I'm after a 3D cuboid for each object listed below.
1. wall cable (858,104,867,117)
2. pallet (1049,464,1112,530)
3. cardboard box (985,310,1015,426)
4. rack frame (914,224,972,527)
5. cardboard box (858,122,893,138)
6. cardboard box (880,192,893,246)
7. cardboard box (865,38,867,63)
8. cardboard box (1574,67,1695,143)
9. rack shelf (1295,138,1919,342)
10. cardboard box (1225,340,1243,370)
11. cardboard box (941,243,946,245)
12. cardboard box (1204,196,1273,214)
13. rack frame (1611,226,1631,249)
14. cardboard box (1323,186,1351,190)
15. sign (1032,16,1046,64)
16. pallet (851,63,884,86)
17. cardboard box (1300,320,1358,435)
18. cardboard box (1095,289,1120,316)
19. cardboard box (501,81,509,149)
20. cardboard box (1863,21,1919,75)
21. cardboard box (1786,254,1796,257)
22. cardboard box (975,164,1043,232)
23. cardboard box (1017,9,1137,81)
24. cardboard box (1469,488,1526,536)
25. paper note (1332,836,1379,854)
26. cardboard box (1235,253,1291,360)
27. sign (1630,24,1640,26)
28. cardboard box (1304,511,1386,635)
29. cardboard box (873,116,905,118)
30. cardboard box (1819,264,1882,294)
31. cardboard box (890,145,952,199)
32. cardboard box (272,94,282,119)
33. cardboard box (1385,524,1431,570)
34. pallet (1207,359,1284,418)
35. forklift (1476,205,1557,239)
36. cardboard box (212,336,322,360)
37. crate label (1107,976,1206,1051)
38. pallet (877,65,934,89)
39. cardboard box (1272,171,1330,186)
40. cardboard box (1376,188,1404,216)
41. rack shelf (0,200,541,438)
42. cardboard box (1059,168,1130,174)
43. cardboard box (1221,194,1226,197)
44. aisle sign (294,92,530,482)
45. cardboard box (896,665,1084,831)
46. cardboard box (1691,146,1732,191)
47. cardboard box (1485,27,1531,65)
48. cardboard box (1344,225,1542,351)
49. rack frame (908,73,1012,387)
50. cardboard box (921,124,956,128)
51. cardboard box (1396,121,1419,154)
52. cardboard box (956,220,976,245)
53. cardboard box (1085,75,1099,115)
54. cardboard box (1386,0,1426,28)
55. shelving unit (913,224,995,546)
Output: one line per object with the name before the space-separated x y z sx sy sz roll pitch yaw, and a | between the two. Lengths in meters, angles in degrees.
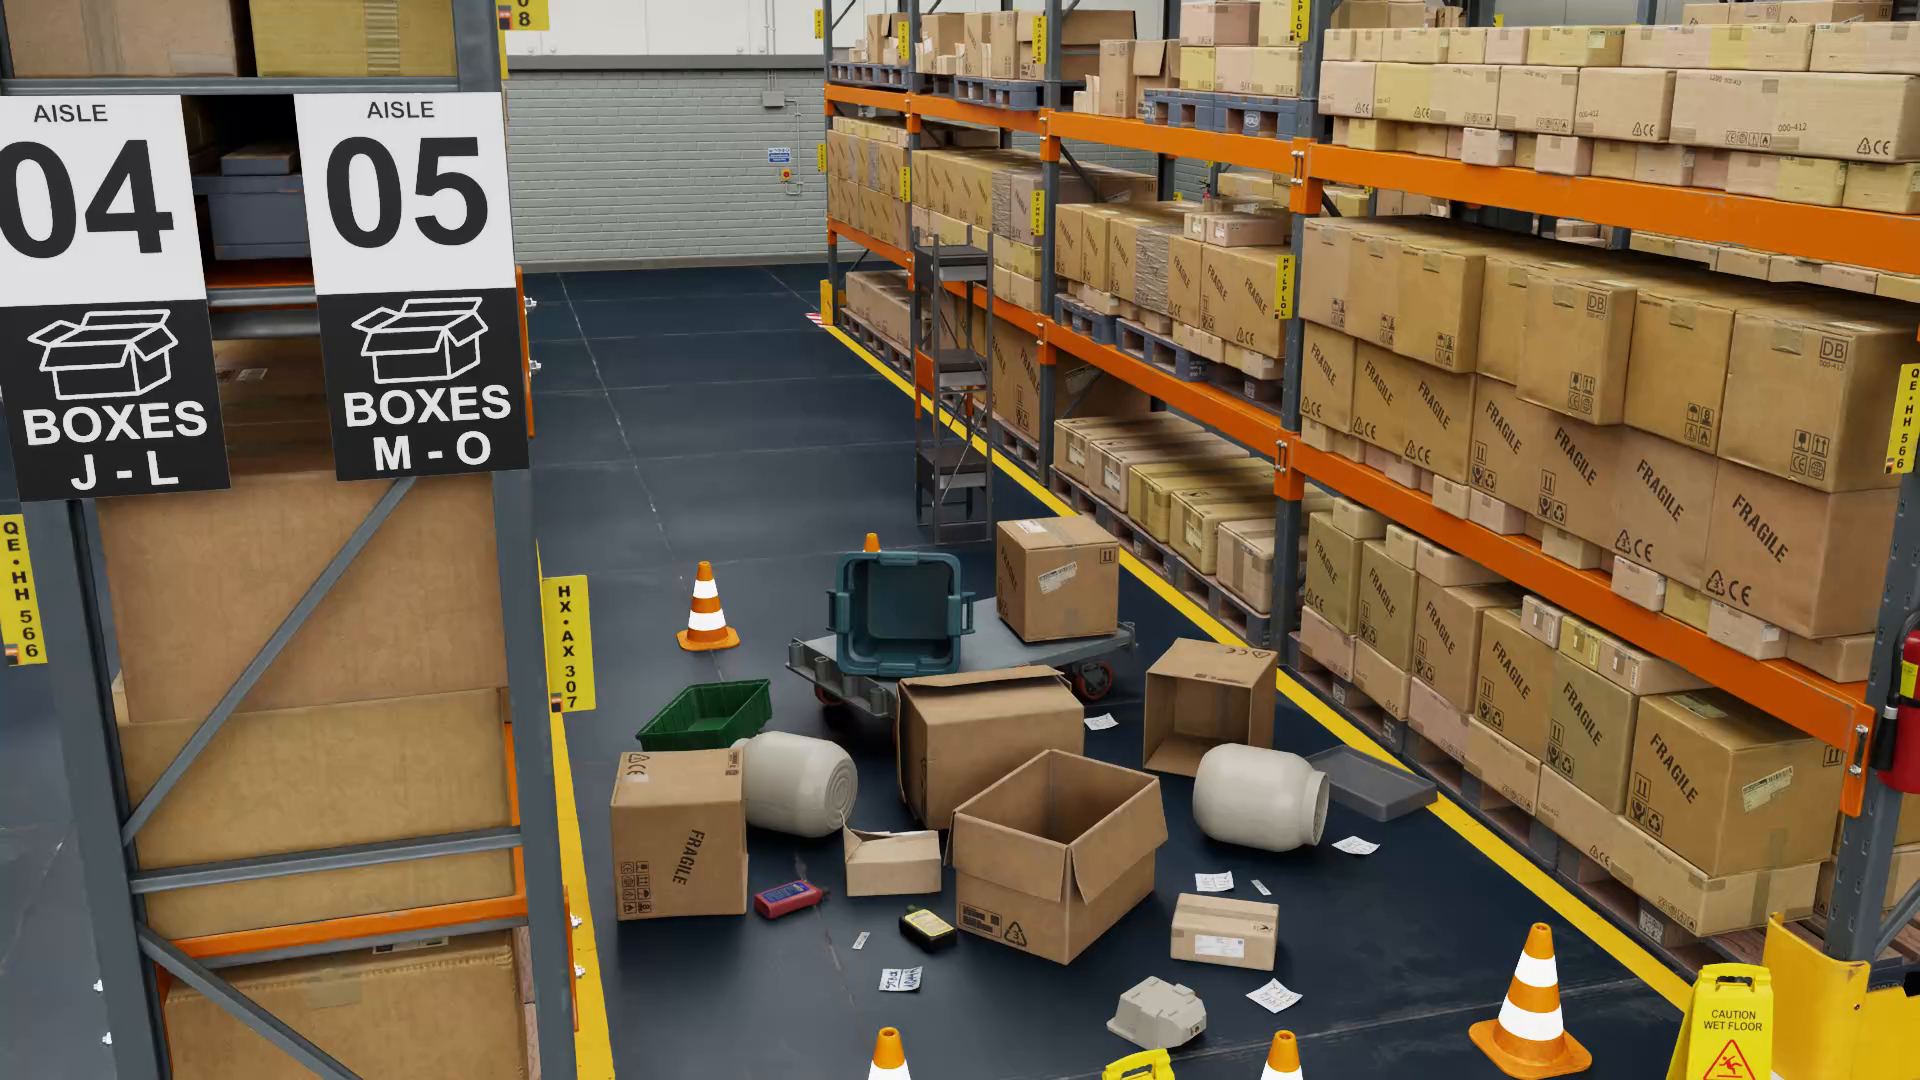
wall cable | -1.306 -6.271 25.349 0.588 1.984 0.122 -5 17 -15
pallet | 1.318 -0.347 12.239 1.003 0.211 1.213 -5 17 -15
cardboard box | 0.753 -1.527 14.283 0.875 0.875 0.875 -4 17 -15
rack frame | -0.113 -1.119 11.527 0.400 2.100 0.015 -5 17 -15
cardboard box | -0.877 -4.396 17.834 0.380 0.149 0.250 -5 17 -17
cardboard box | -0.515 -3.303 17.059 0.500 0.500 0.500 -5 17 -17
cardboard box | -0.731 -5.336 18.040 0.500 0.311 0.500 -4 17 -14
cardboard box | 2.619 -1.595 6.079 0.500 0.250 0.500 -4 17 -14
rack shelf | 2.753 -1.331 6.705 1.077 0.370 4.000 -5 17 -15
cardboard box | 1.741 -1.068 9.499 0.380 0.149 0.250 -5 17 -17
cardboard box | 0.141 -2.504 14.836 0.500 0.250 0.500 -5 17 -16
cardboard box | 1.825 -2.170 10.915 0.380 0.149 0.250 -6 18 -18
rack frame | 5.876 -2.292 13.868 1.000 3.000 0.127 -5 17 -15
cardboard box | 4.126 -3.867 18.855 0.500 0.250 0.500 -5 17 -16
sign | 0.568 -3.579 11.902 0.100 0.325 0.005 -5 17 -15
pallet | -0.541 -4.963 17.700 1.003 0.211 1.213 -5 17 -15
cardboard box | 2.057 -0.839 8.339 0.500 0.500 0.500 -5 17 -15
cardboard box | 1.147 -1.637 11.393 0.380 0.149 0.250 -5 17 -15
cardboard box | -1.215 -0.952 3.725 0.380 0.149 0.250 -5 17 -15
cardboard box | 2.926 -1.454 4.915 0.380 0.149 0.250 -5 17 -15
cardboard box | 6.209 -2.118 11.989 0.380 0.149 0.250 -5 17 -15
cardboard box | 0.432 -2.827 13.736 0.500 0.500 0.500 -5 17 -15
cardboard box | 0.856 -3.678 12.358 0.797 0.503 0.637 -6 18 -19
cardboard box | 2.420 -0.137 7.131 0.380 0.149 0.250 -5 17 -15
paper note | 1.687 1.298 7.079 0.142 0.019 0.148 -12 20 -34
cardboard box | 1.856 -1.293 9.122 0.500 0.500 0.500 -5 17 -16
sign | 5.354 -3.934 13.221 0.100 0.325 0.005 -5 17 -15
cardboard box | 2.106 0.149 8.487 0.500 0.500 0.500 -4 17 -13
cardboard box | -0.803 -4.865 19.395 0.380 0.149 0.250 -4 17 -15
cardboard box | 6.311 -1.752 11.463 0.500 0.250 0.500 -4 17 -14
cardboard box | -0.390 -3.640 16.445 0.500 0.500 0.500 -5 17 -16
cardboard box | -2.337 -1.390 5.183 0.380 0.149 0.250 -4 17 -15
cardboard box | 2.226 0.020 7.790 0.380 0.149 0.250 -4 17 -13
pallet | 2.133 -0.923 9.644 1.003 0.211 1.213 -5 17 -15
forklift | 4.600 -1.942 12.822 3.031 2.935 1.130 1 17 4
cardboard box | -2.027 -0.408 5.457 0.875 0.550 0.500 -5 17 -15
crate label | 0.695 1.638 5.762 0.298 0.136 0.250 16 23 42
pallet | -0.210 -4.626 16.579 1.003 0.211 1.213 -5 17 -15
cardboard box | 3.956 -4.373 19.235 0.500 0.500 0.500 -4 17 -14
cardboard box | 4.694 -3.496 16.972 0.700 0.500 0.500 -4 17 -14
rack shelf | -1.978 -0.911 5.309 1.077 0.370 4.000 -5 17 -15
cardboard box | 1.058 -2.717 13.372 0.500 0.500 0.500 -5 17 -15
cardboard box | 3.504 -4.272 20.896 0.380 0.149 0.250 -5 17 -16
aisle sign | -1.121 -0.515 3.435 0.394 0.787 0.004 -5 17 -15
cardboard box | 0.121 0.901 7.341 0.797 0.637 0.503 -5 17 -15
cardboard box | 2.790 -1.296 5.775 0.380 0.149 0.250 -5 17 -15
cardboard box | 2.387 -2.021 6.803 0.380 0.149 0.250 -5 17 -16
cardboard box | 2.235 -1.179 7.735 0.700 0.500 0.500 -5 17 -15
rack frame | 0.005 -3.005 16.241 1.000 3.000 0.127 -5 17 -15
cardboard box | -0.231 -4.299 17.512 0.380 0.149 0.250 -5 17 -15
cardboard box | 2.246 -1.866 7.672 0.380 0.149 0.250 -5 17 -15
cardboard box | 0.279 -2.605 14.302 0.500 0.250 0.500 -5 17 -17
cardboard box | 1.098 -3.099 11.576 0.396 0.266 0.258 -5 17 -15
cardboard box | 2.282 -2.928 9.432 0.500 0.250 0.500 -5 17 -16
shelving unit | -0.045 -1.051 11.302 0.431 2.100 0.503 -5 17 -15
